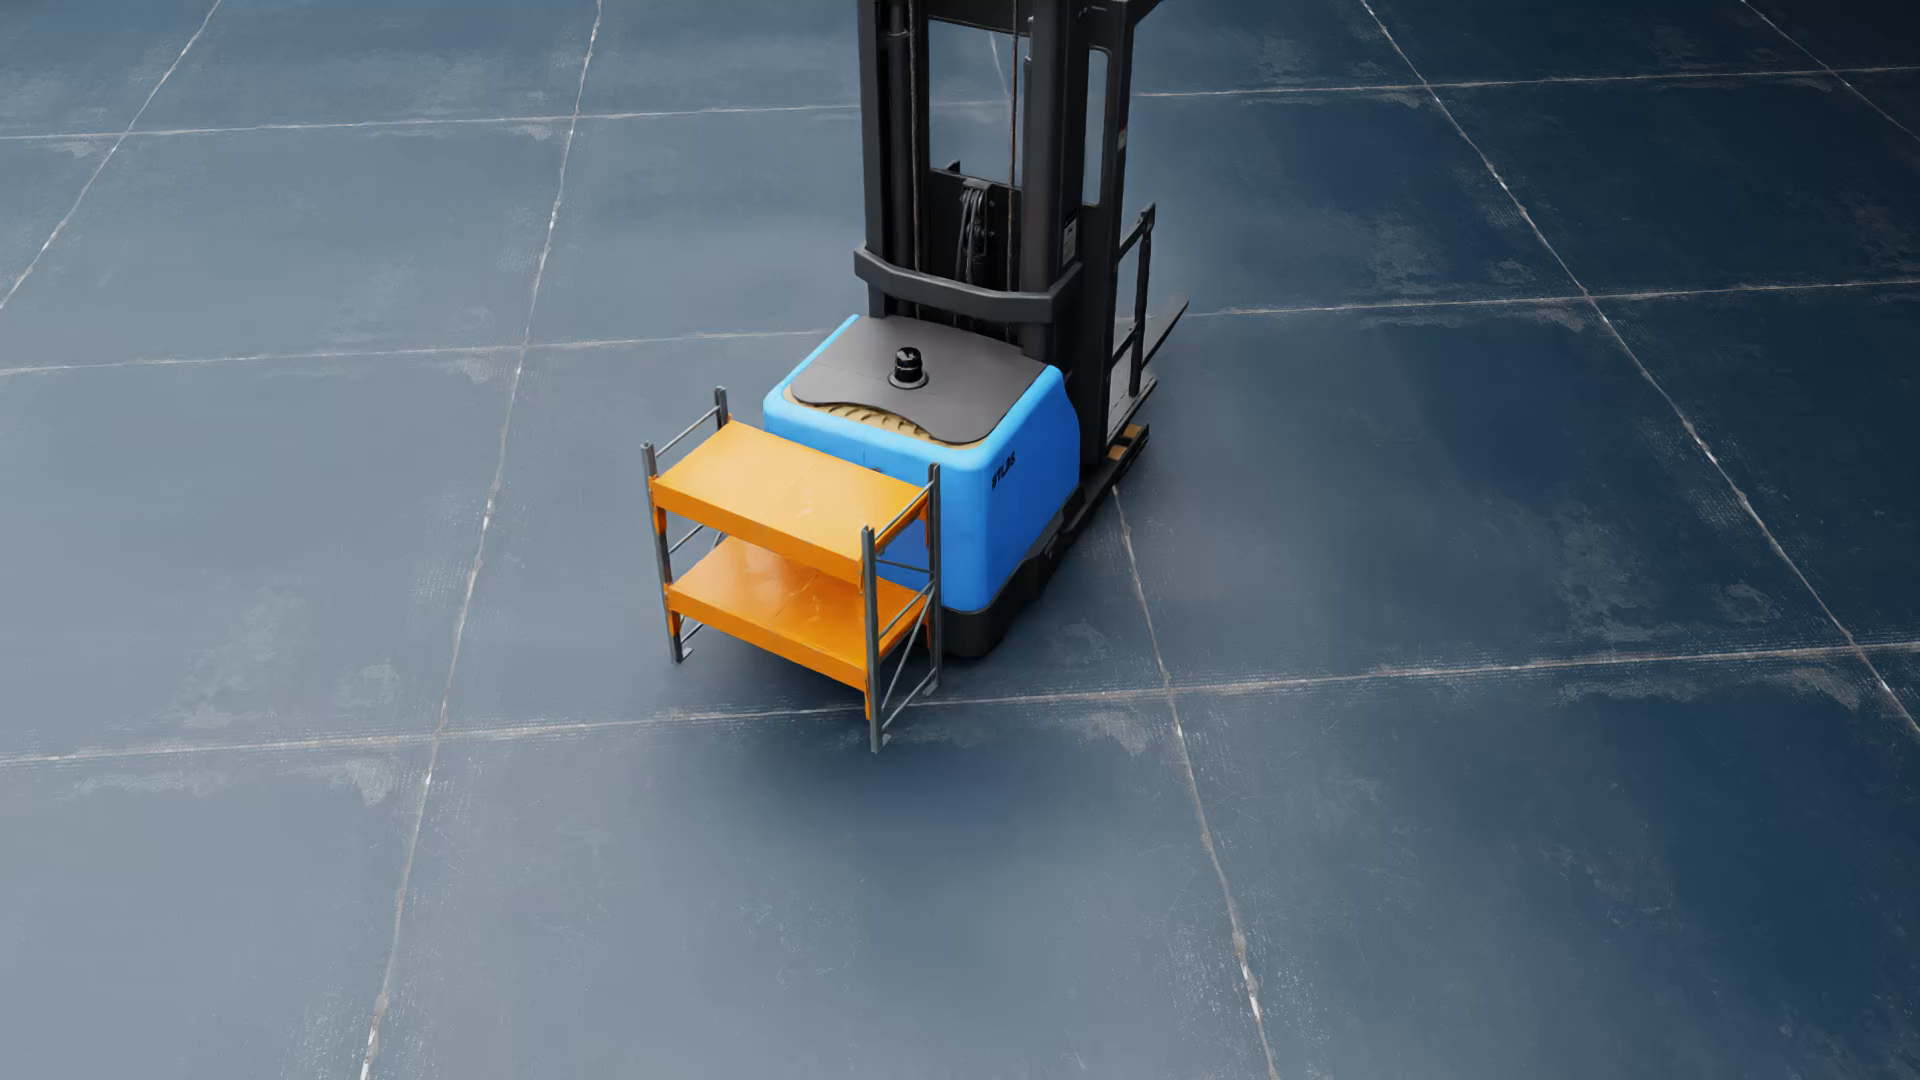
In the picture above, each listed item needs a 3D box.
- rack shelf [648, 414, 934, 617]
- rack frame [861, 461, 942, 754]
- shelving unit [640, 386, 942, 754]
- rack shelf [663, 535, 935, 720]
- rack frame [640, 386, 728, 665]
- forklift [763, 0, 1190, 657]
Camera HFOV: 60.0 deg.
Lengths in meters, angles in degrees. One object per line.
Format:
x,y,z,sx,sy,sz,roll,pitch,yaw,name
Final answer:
-0.652,-0.113,6.513,1.000,0.278,0.538,20,43,24,rack shelf
-0.216,0.278,6.489,0.032,1.125,0.500,20,43,24,rack frame
-0.652,0.116,6.694,1.048,1.125,0.538,20,43,24,shelving unit
-0.652,0.308,6.846,1.000,0.278,0.538,20,43,24,rack shelf
-1.088,-0.046,6.900,0.032,1.125,0.500,20,43,24,rack frame
0.284,-1.563,7.365,1.130,2.935,3.031,17,41,20,forklift
